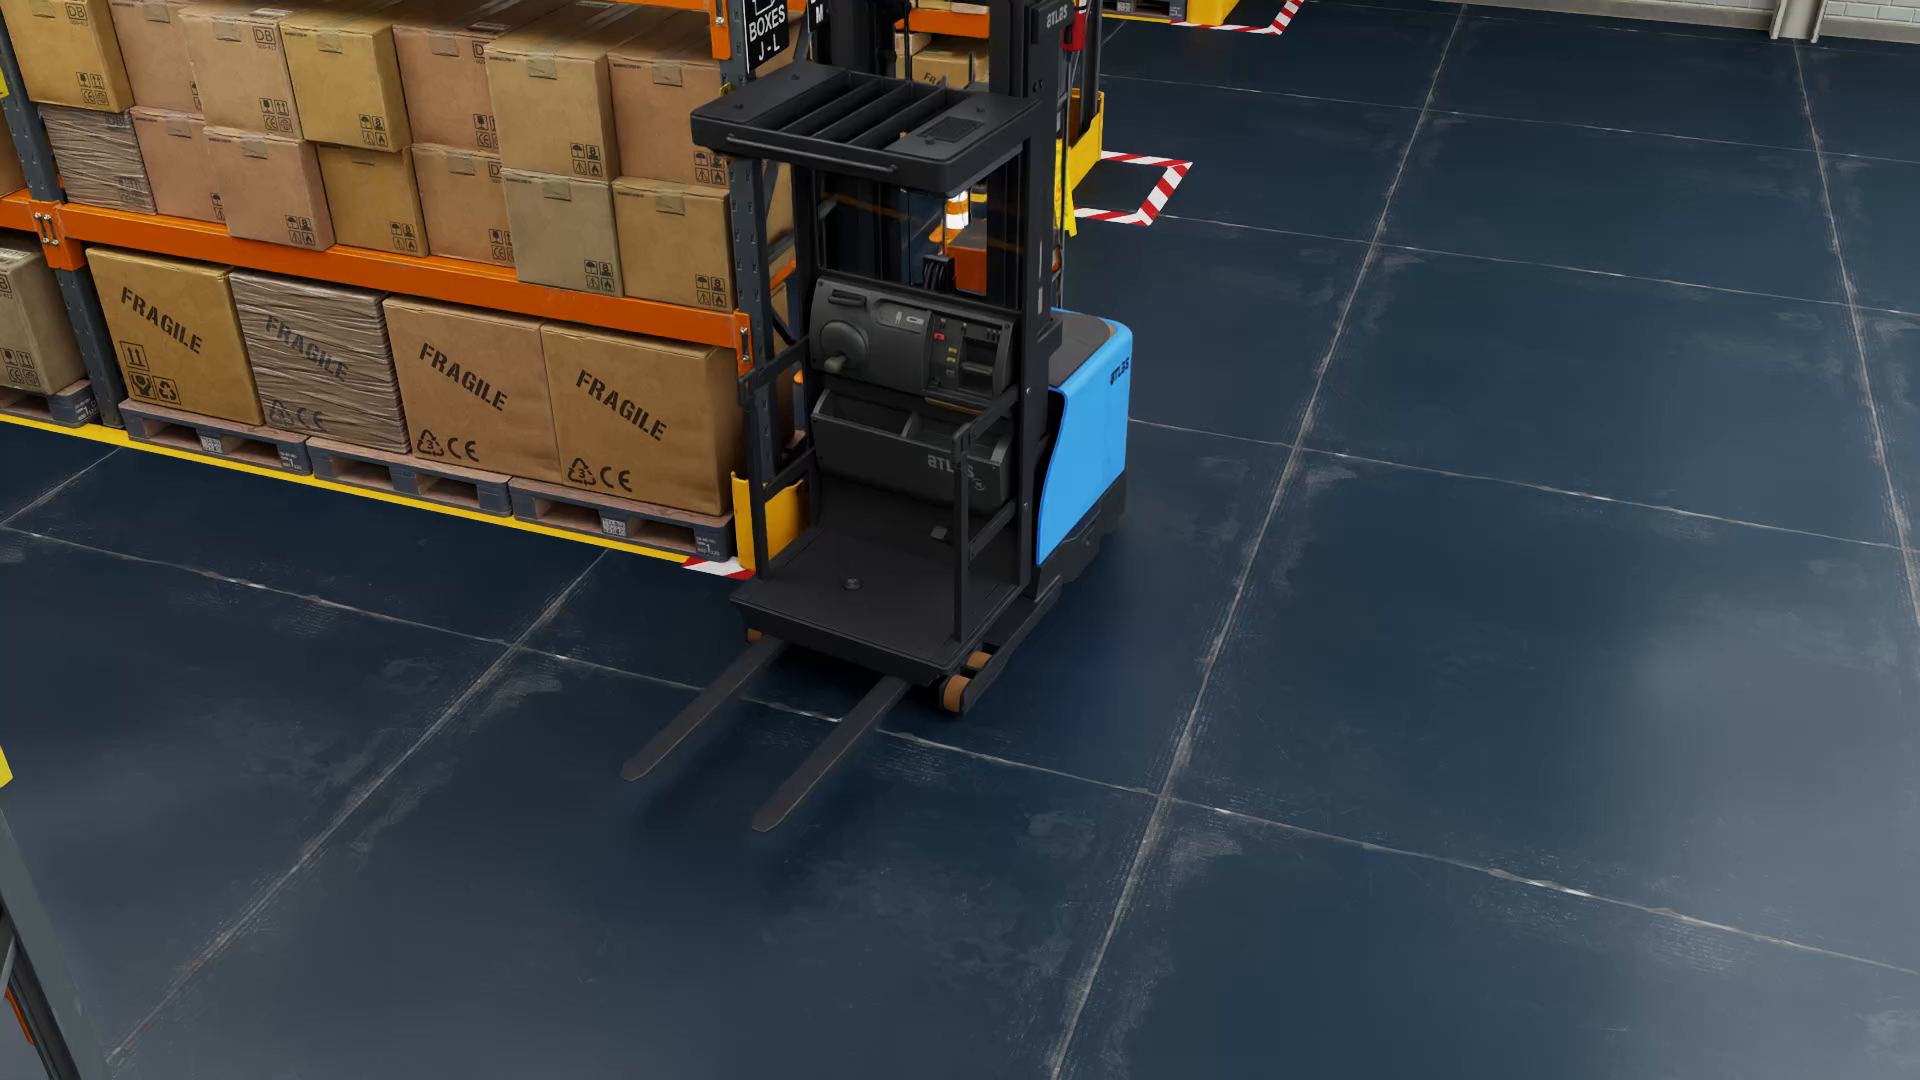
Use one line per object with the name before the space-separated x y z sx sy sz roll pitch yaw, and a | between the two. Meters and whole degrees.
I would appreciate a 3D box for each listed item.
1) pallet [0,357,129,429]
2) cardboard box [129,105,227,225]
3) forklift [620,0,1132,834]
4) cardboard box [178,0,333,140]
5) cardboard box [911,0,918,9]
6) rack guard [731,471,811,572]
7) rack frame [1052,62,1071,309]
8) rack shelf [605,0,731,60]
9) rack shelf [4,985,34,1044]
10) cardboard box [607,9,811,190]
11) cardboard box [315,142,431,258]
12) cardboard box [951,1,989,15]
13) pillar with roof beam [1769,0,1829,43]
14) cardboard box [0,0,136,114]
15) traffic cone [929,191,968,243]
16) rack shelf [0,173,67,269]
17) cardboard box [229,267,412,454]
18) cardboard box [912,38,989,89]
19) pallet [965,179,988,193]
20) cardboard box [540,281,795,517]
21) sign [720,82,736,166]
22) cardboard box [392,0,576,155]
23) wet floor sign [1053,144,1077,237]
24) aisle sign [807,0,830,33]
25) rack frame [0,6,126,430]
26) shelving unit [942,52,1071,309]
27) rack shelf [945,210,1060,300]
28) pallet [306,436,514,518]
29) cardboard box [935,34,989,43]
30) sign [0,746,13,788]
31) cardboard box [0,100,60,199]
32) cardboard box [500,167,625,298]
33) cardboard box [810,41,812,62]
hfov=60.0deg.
pallet | -5.275 -1.064 9.704 1.213 0.211 1.003 11 34 16
cardboard box | -3.646 -2.045 8.514 0.550 0.550 0.875 11 34 16
forklift | -0.309 -0.768 6.737 1.130 2.935 3.031 16 36 23
cardboard box | -3.169 -2.354 7.997 0.550 0.550 0.875 11 34 16
cardboard box | -0.370 -3.880 11.726 0.250 0.149 0.380 12 35 17
rack guard | -0.735 -0.346 8.326 0.348 0.500 1.175 11 34 16
rack frame | 0.450 -1.281 8.298 0.015 2.100 0.400 11 35 17
rack shelf | -2.640 -2.725 7.603 4.000 0.370 1.077 11 34 16
rack shelf | -4.409 1.049 4.522 4.000 0.370 1.077 11 34 16
cardboard box | -1.094 -2.005 7.457 0.550 0.550 0.875 11 34 16
cardboard box | -2.645 -1.841 8.197 0.500 0.550 0.875 11 34 16
cardboard box | 0.117 -3.790 11.587 0.250 0.149 0.380 11 34 16
pillar with roof beam | 6.333 -6.294 9.702 0.400 9.000 9.100 11 34 16
cardboard box | -4.187 -2.565 8.323 0.550 0.550 0.875 11 34 16
traffic cone | -0.023 -2.301 11.388 0.334 0.463 0.336 11 34 16
rack shelf | -6.406 -2.197 9.550 4.000 0.370 1.077 11 34 16
cardboard box | -3.105 -1.103 8.765 0.875 0.875 0.875 11 35 17
cardboard box | -0.025 -3.297 12.047 0.500 0.500 0.500 11 35 17
pallet | -0.007 -2.956 12.634 1.213 0.211 1.003 11 34 16
cardboard box | -1.418 -0.775 8.257 0.875 0.875 0.875 11 35 17
sign | -0.954 -1.712 6.851 0.005 0.325 0.100 11 34 16
cardboard box | -2.124 -2.231 7.806 0.550 0.550 0.875 11 34 16
wet floor sign | 0.635 -2.377 11.336 0.232 0.644 0.267 24 40 32
aisle sign | -0.590 -2.633 7.167 0.004 0.787 0.394 11 34 16
rack frame | -4.523 -2.133 8.788 0.127 3.000 1.000 11 34 16
shelving unit | 0.221 -1.327 8.369 0.503 2.100 0.431 11 35 17
rack shelf | 0.221 -1.315 8.376 0.480 0.518 0.431 11 35 17
pallet | -2.681 -0.560 8.923 1.213 0.211 1.003 11 34 16
cardboard box | 0.129 -3.576 12.480 0.500 0.500 0.500 10 34 15
sign | -2.343 0.472 3.955 0.005 0.325 0.100 11 34 16
cardboard box | -5.105 -2.134 8.698 0.500 0.500 0.500 11 34 16
cardboard box | -1.647 -1.598 7.822 0.550 0.550 0.875 11 34 16
cardboard box | -0.990 -3.486 12.341 0.500 0.500 0.500 10 34 15
